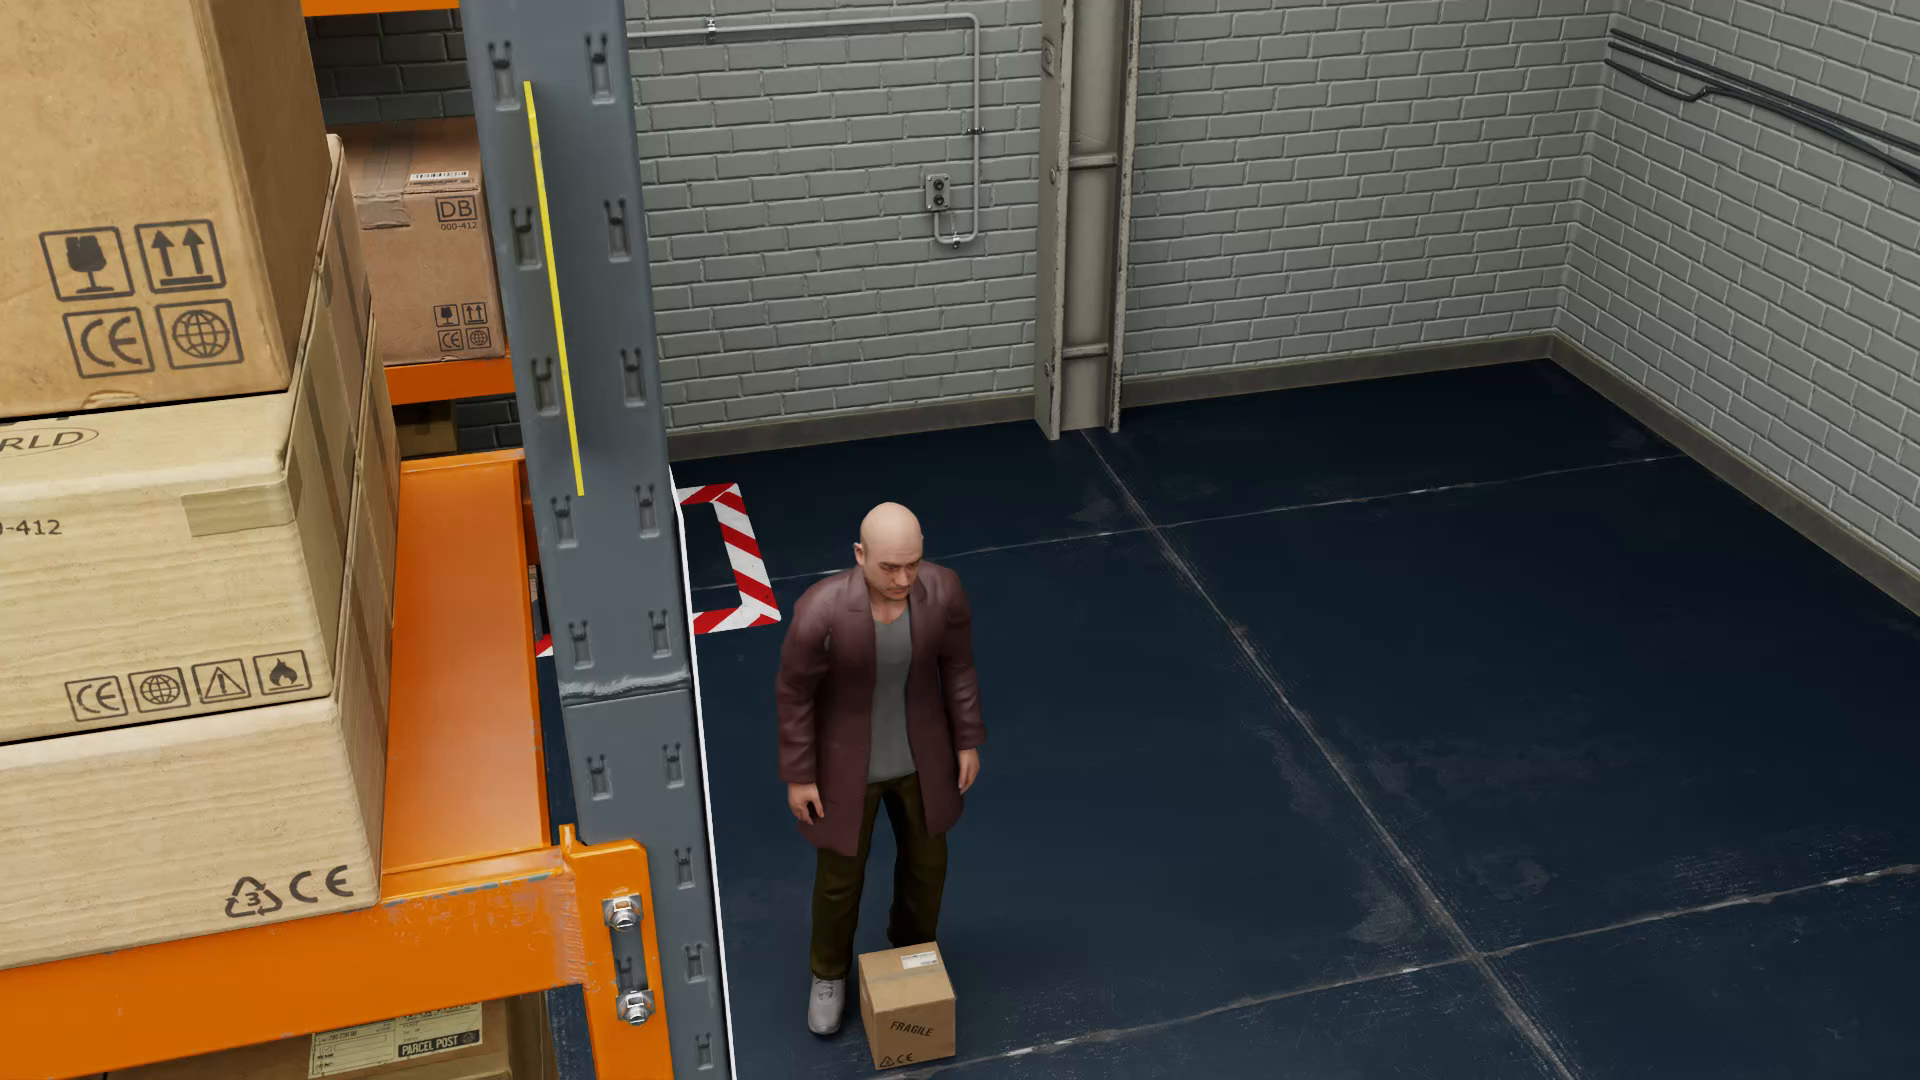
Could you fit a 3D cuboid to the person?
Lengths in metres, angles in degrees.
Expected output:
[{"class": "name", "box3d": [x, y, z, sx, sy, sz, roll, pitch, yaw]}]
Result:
[{"class": "person", "box3d": [-0.228, 0.743, 5.036, 0.649, 1.590, 0.429, -10, 31, -16]}]
